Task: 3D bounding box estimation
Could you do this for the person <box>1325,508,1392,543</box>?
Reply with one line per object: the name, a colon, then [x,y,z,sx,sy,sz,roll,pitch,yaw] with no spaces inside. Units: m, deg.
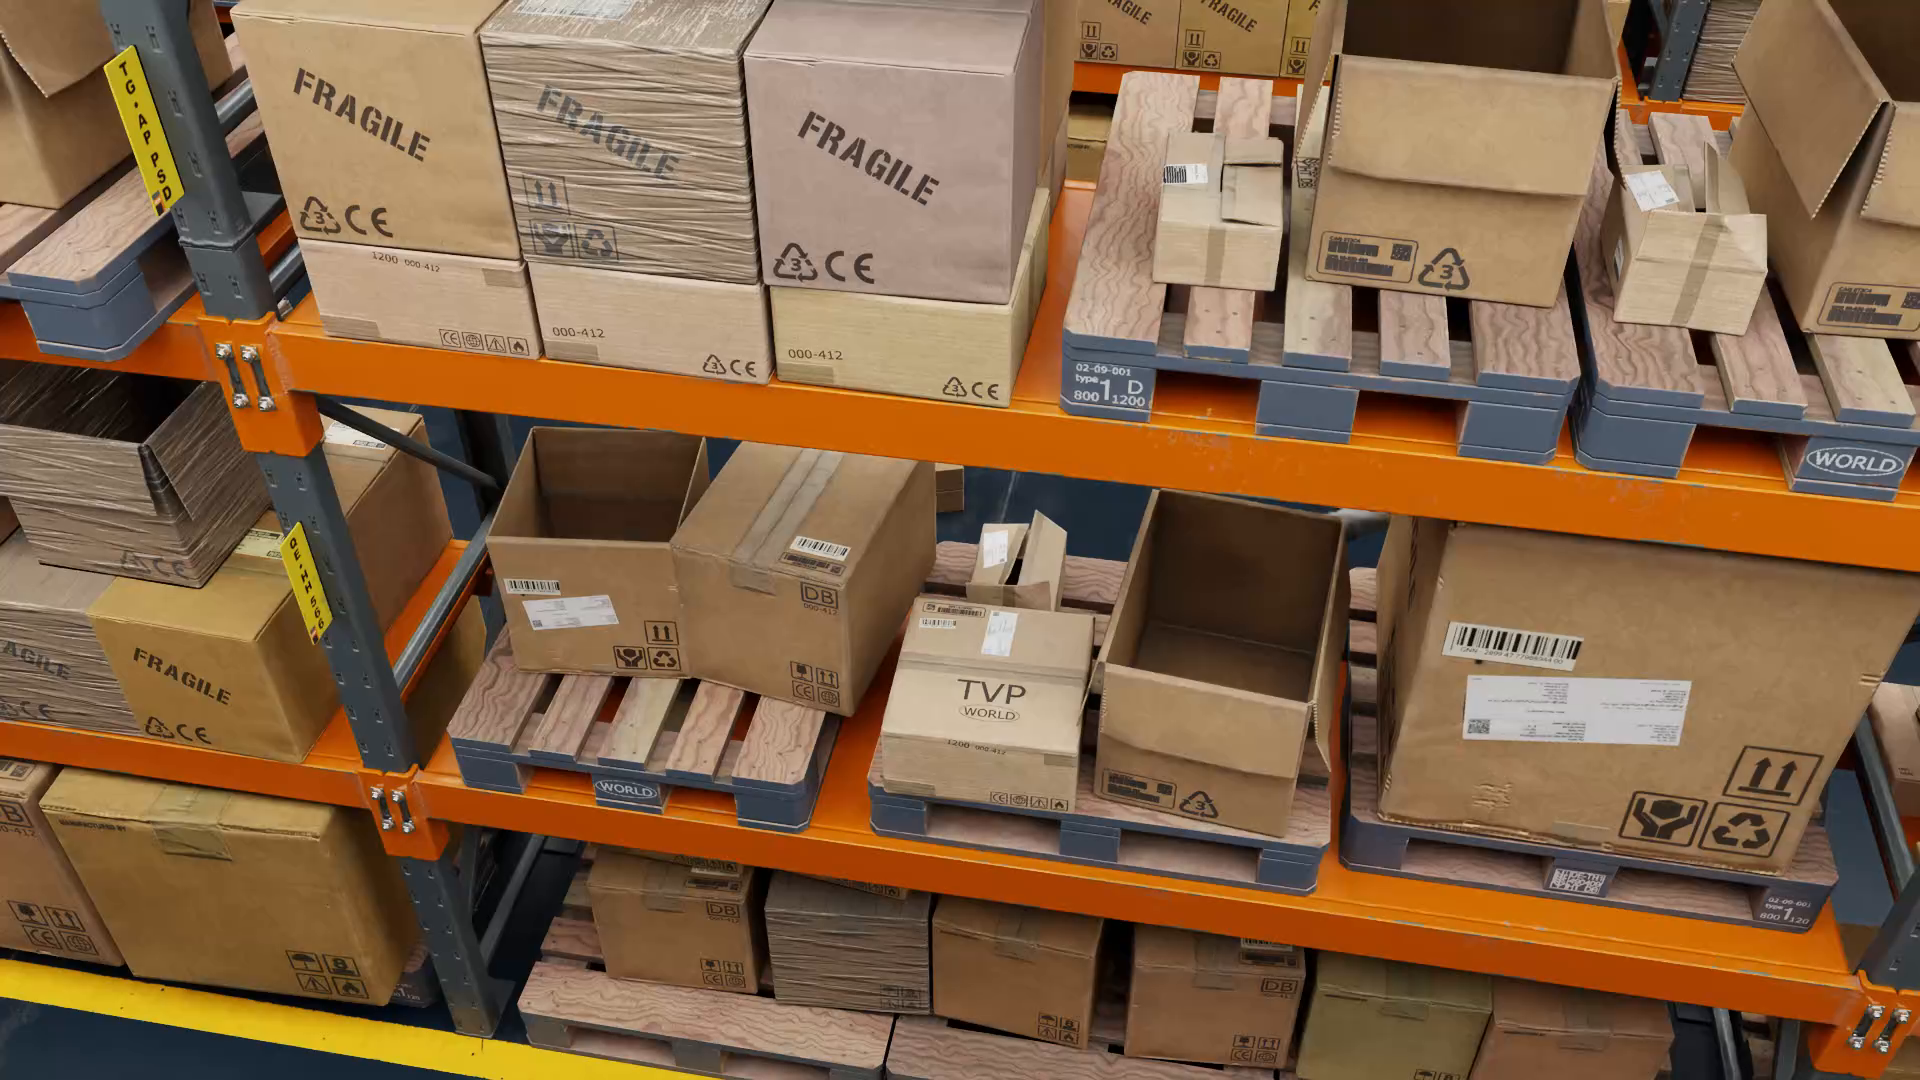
person: [1.684,-0.323,6.508,0.742,1.644,0.447,5,41,6]
